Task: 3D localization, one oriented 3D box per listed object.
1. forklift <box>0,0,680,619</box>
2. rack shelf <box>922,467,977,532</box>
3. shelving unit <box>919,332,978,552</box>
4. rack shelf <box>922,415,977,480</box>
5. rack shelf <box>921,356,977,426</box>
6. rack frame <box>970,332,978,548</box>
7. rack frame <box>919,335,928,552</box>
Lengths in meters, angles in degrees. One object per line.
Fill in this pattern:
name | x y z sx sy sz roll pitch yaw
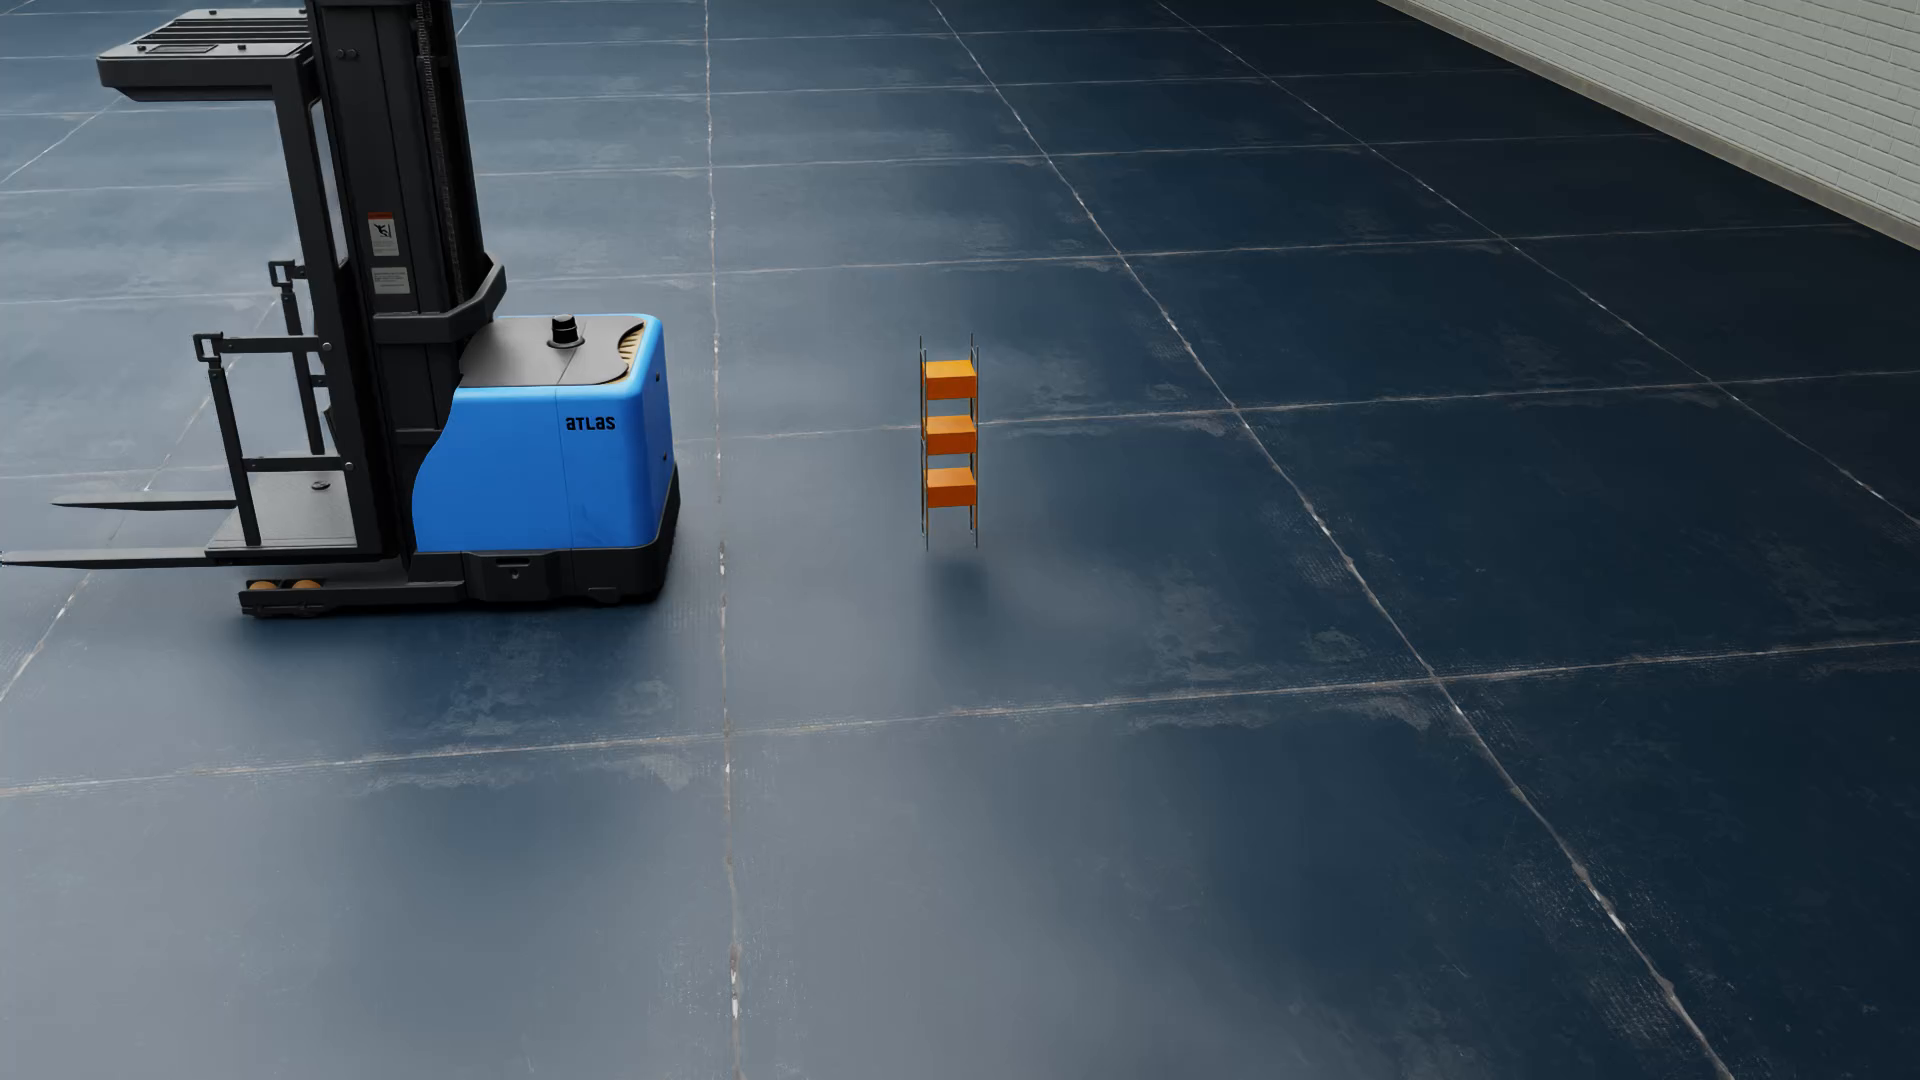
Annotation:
forklift | -2.913 -1.196 7.370 3.031 2.935 1.130 -1 27 -3
rack shelf | -0.053 -0.207 8.135 0.240 0.259 0.215 -4 27 -7
shelving unit | -0.053 -0.464 8.004 0.252 1.050 0.215 -4 27 -7
rack shelf | -0.053 -0.454 8.009 0.240 0.259 0.215 -4 27 -7
rack shelf | -0.053 -0.707 7.879 0.240 0.259 0.215 -4 27 -7
rack frame | 0.068 -0.471 8.019 0.008 1.050 0.200 -4 27 -7
rack frame | -0.174 -0.456 7.989 0.008 1.050 0.200 -4 27 -7
